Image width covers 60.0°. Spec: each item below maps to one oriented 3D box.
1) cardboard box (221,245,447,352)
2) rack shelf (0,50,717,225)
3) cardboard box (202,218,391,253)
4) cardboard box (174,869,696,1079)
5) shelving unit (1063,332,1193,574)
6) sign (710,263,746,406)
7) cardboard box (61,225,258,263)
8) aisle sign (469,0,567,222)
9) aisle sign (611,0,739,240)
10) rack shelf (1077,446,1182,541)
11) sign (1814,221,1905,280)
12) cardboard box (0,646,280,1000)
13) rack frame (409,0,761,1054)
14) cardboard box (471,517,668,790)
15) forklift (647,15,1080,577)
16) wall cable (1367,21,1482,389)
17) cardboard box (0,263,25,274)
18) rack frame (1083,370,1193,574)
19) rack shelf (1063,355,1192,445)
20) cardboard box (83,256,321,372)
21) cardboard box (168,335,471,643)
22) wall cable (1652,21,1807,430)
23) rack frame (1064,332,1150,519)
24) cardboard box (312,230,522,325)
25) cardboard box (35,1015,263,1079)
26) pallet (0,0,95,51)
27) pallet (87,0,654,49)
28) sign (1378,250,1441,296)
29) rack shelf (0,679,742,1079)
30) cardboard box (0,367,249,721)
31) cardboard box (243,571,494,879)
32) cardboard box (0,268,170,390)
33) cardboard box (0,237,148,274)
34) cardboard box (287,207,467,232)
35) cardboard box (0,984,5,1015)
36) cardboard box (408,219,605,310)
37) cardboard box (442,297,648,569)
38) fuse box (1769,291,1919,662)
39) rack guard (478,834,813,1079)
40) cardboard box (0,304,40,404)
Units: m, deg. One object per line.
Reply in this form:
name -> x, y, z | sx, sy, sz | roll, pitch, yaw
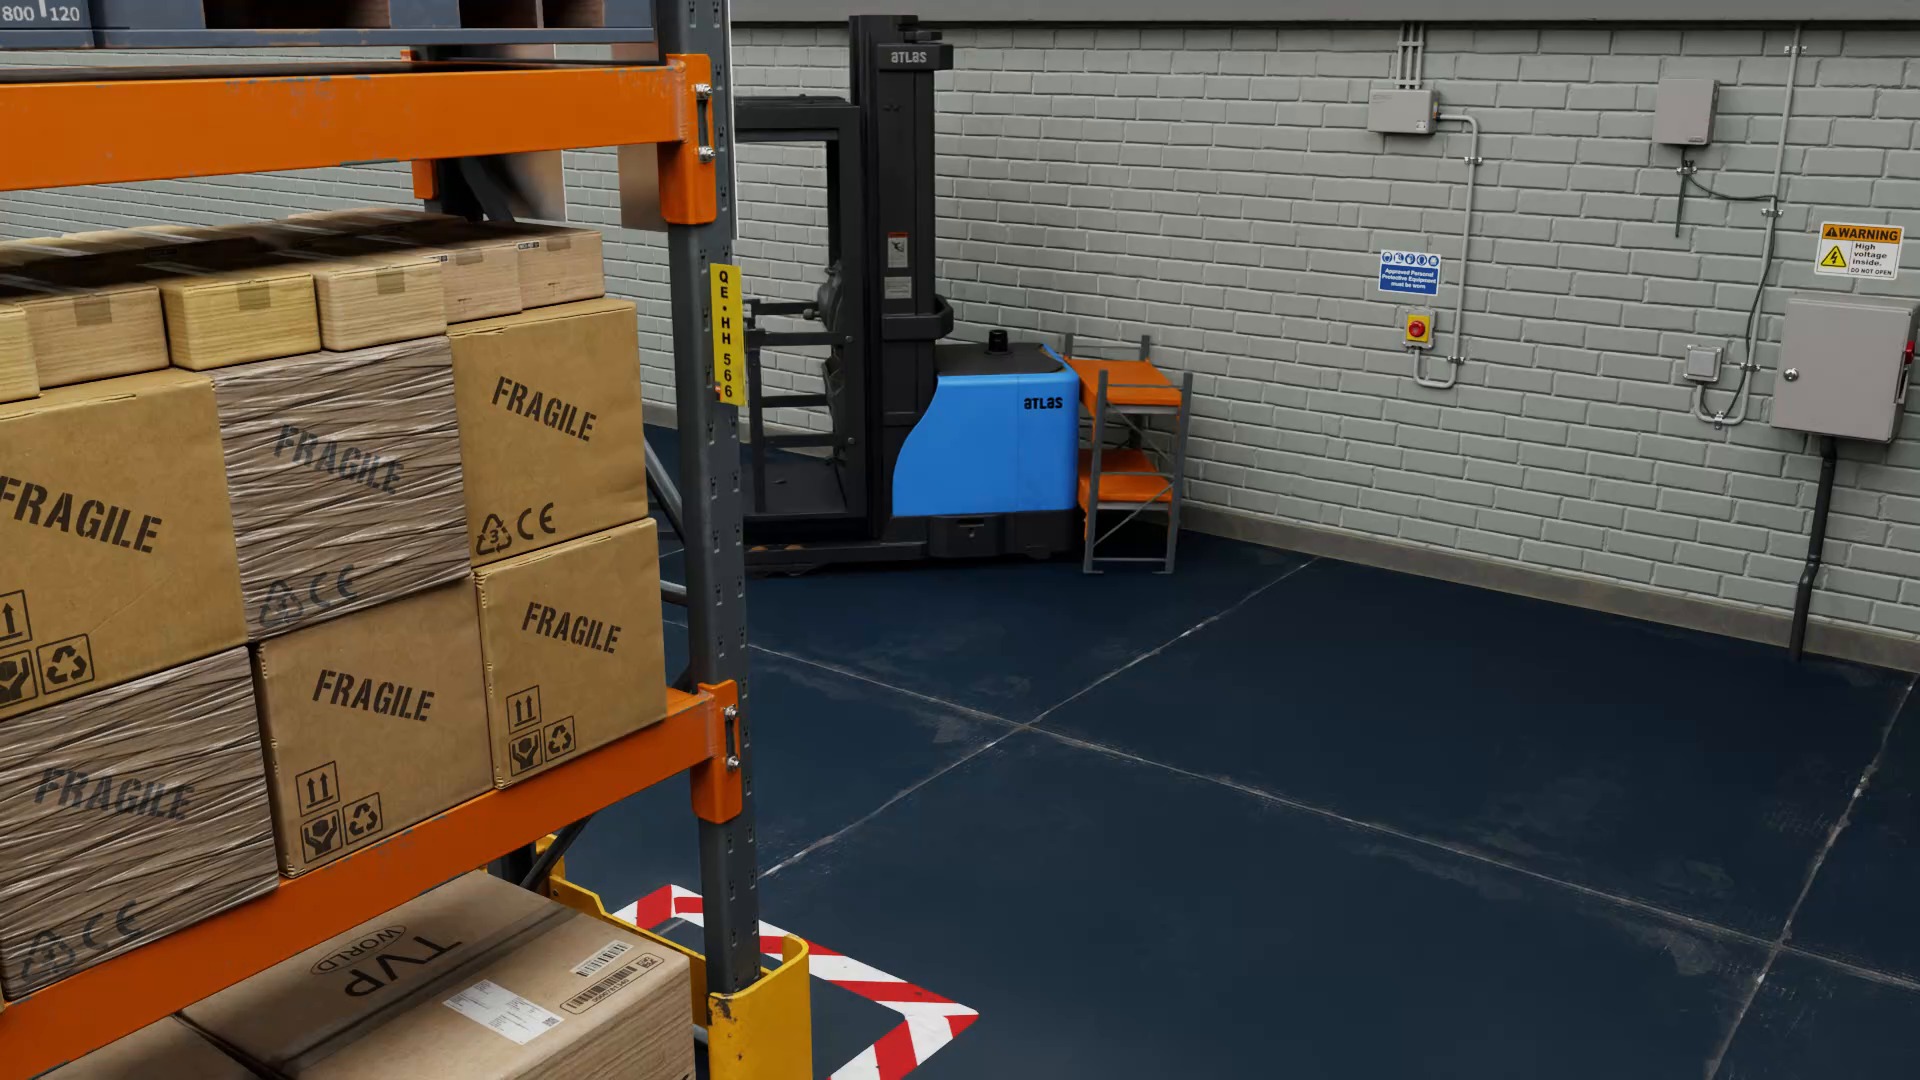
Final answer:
cardboard box -> -1.241, -0.483, 3.294 | 0.380, 0.149, 0.250 | 12, 21, 34
rack shelf -> -2.162, -0.523, 2.525 | 1.077, 0.370, 4.000 | 12, 21, 35
cardboard box -> -1.503, -0.635, 3.782 | 0.380, 0.149, 0.250 | 13, 22, 36
cardboard box -> -1.283, 1.288, 4.152 | 0.875, 0.438, 0.875 | 12, 21, 33
shelving unit -> 0.894, -0.512, 9.422 | 0.538, 1.125, 1.048 | 1, 18, -7
sign -> -0.542, -0.477, 3.871 | 0.100, 0.325, 0.005 | 12, 21, 35
cardboard box -> -1.750, -0.593, 3.647 | 0.380, 0.149, 0.250 | 13, 22, 36
aisle sign -> -1.160, -1.220, 4.232 | 0.394, 0.787, 0.004 | 12, 21, 35
aisle sign -> -0.678, -1.114, 3.890 | 0.394, 0.787, 0.004 | 12, 21, 35
rack shelf -> 0.881, -0.280, 9.497 | 0.538, 0.278, 1.000 | 1, 18, -7
sign -> 4.050, -1.305, 7.496 | 0.339, 0.242, 0.001 | 12, 21, 35
cardboard box -> -1.654, 0.445, 3.085 | 0.500, 0.500, 0.500 | 13, 22, 36
rack frame -> -0.970, 0.090, 4.397 | 1.000, 3.000, 0.127 | 12, 21, 35
cardboard box -> -1.045, 0.204, 3.862 | 0.500, 0.500, 0.500 | 13, 21, 35
forklift -> -0.888, -1.363, 9.190 | 3.031, 2.935, 1.130 | -2, 17, -8
wall cable -> 2.371, -1.758, 8.580 | 0.585, 1.953, 0.123 | 12, 21, 35
cardboard box -> -2.006, -0.455, 3.204 | 0.380, 0.149, 0.250 | 13, 21, 35
rack frame -> 0.953, -0.354, 8.942 | 0.500, 1.125, 0.032 | 1, 18, -7
rack shelf -> 0.910, -0.790, 9.332 | 0.538, 0.278, 1.000 | 1, 18, -7
cardboard box -> -1.424, -0.431, 3.125 | 0.380, 0.149, 0.250 | 13, 21, 36
cardboard box -> -1.354, -0.149, 3.311 | 0.500, 0.500, 0.500 | 13, 21, 35
wall cable -> 3.517, -1.495, 7.786 | 0.588, 1.984, 0.122 | 12, 21, 35
rack frame -> 0.835, -0.670, 9.902 | 0.500, 1.125, 0.032 | 1, 18, -7
cardboard box -> -1.155, -0.560, 3.540 | 0.380, 0.149, 0.250 | 13, 21, 36
cardboard box -> -1.821, 1.507, 3.445 | 0.875, 0.438, 0.875 | 13, 22, 36
pallet -> -2.130, -0.830, 2.451 | 1.003, 0.211, 1.213 | 12, 21, 35
pallet -> -1.404, -1.122, 3.390 | 1.003, 0.211, 1.213 | 12, 21, 35
sign -> 2.369, -1.410, 8.770 | 0.327, 0.218, 0.001 | 12, 21, 35
rack shelf -> -2.162, 0.910, 2.970 | 1.077, 0.370, 4.000 | 12, 21, 35
cardboard box -> -1.651, -0.032, 2.934 | 0.500, 0.500, 0.500 | 12, 21, 34
cardboard box -> -1.356, 0.320, 3.485 | 0.500, 0.500, 0.500 | 12, 21, 34
cardboard box -> -1.637, -0.381, 2.964 | 0.380, 0.149, 0.250 | 12, 21, 34
cardboard box -> -1.892, -0.527, 3.435 | 0.380, 0.149, 0.250 | 12, 21, 33
cardboard box -> -1.404, -0.710, 4.023 | 0.380, 0.149, 0.250 | 13, 21, 36
cardboard box -> -1.952, 0.570, 2.682 | 0.500, 0.500, 0.500 | 13, 22, 36
cardboard box -> -1.023, -0.624, 3.749 | 0.380, 0.149, 0.250 | 13, 21, 35
cardboard box -> -1.066, -0.279, 3.729 | 0.500, 0.500, 0.500 | 13, 22, 36
fuse box -> 3.971, -0.236, 7.619 | 0.539, 1.711, 0.414 | 12, 21, 35
rack guard -> -0.956, 1.278, 4.786 | 1.175, 0.500, 0.348 | 12, 21, 35
cardboard box -> -1.739, -0.311, 2.739 | 0.380, 0.149, 0.250 | 13, 22, 36
